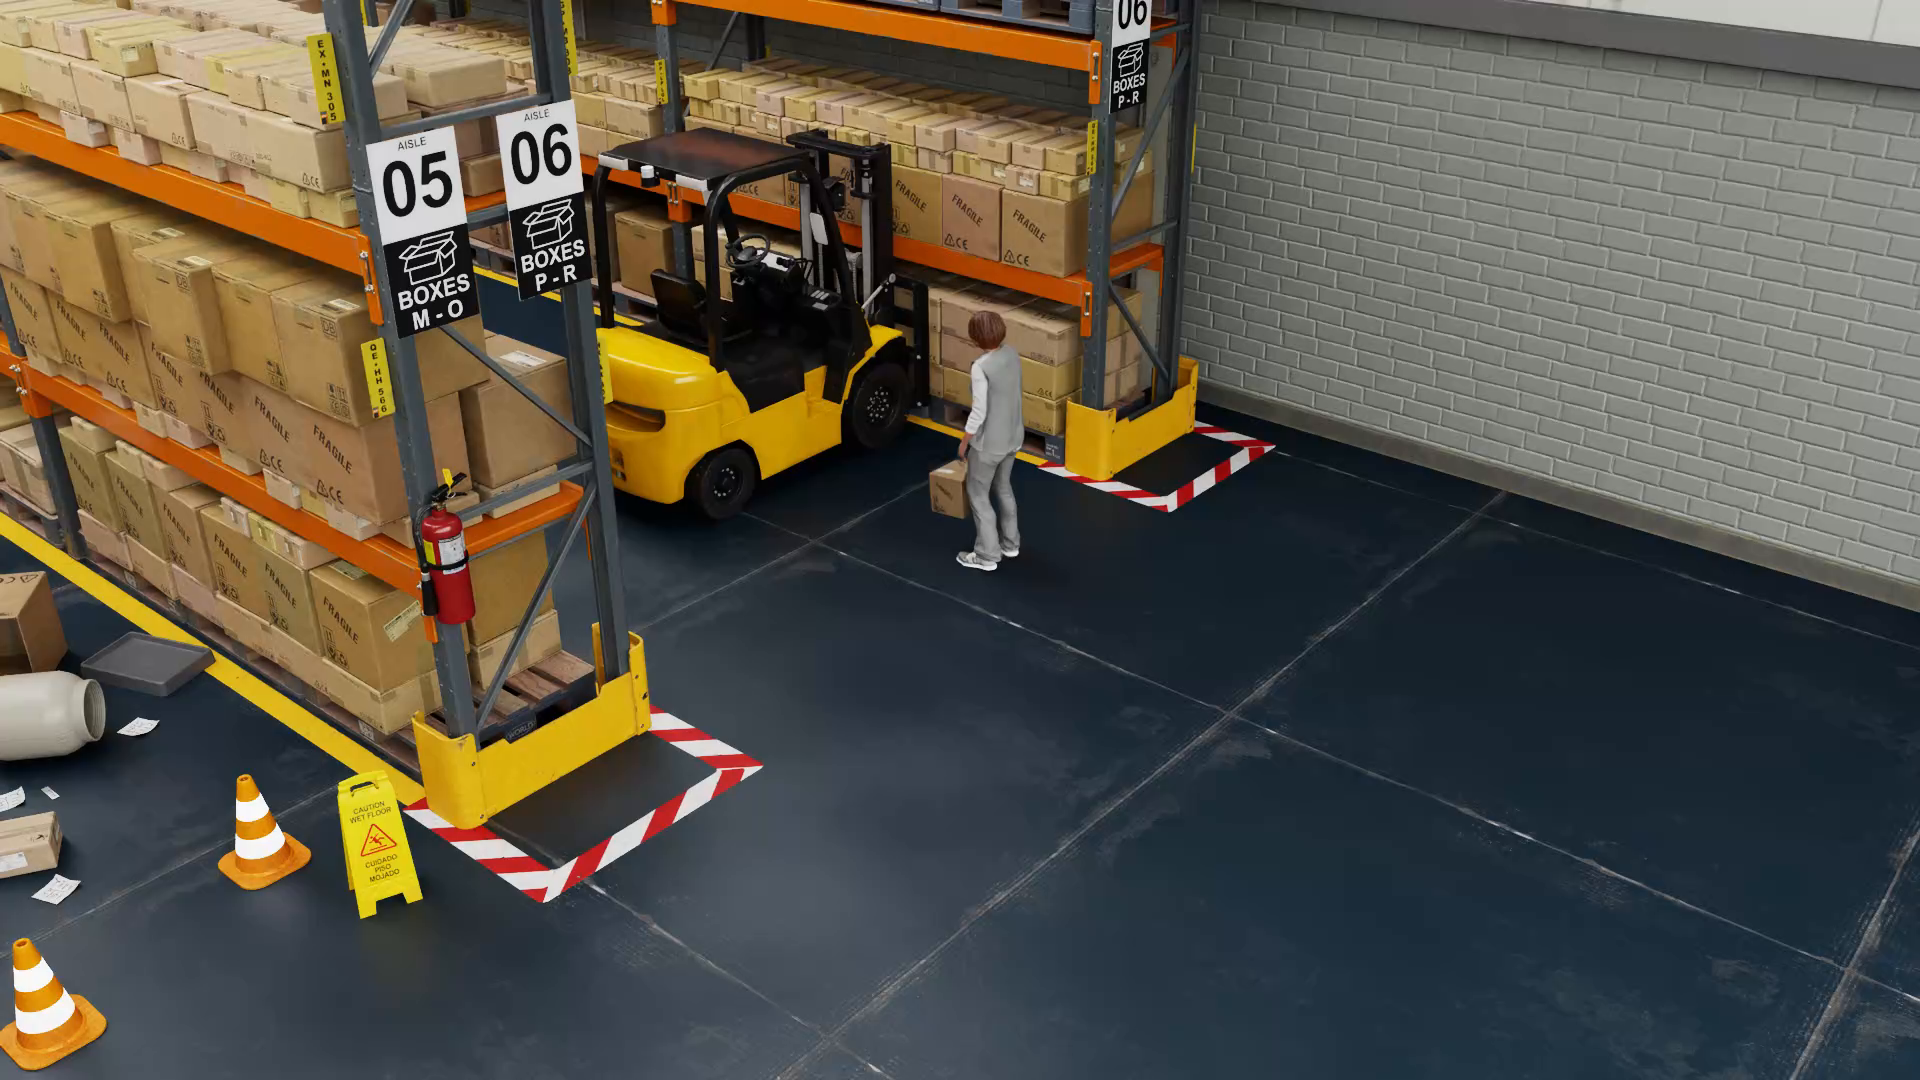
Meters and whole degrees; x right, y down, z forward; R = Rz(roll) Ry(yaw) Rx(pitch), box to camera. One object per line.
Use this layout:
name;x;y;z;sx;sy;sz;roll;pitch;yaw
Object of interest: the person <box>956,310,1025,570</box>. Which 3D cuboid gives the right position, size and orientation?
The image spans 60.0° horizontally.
person;0.189;-0.578;9.726;0.342;1.597;0.453;20;34;33
